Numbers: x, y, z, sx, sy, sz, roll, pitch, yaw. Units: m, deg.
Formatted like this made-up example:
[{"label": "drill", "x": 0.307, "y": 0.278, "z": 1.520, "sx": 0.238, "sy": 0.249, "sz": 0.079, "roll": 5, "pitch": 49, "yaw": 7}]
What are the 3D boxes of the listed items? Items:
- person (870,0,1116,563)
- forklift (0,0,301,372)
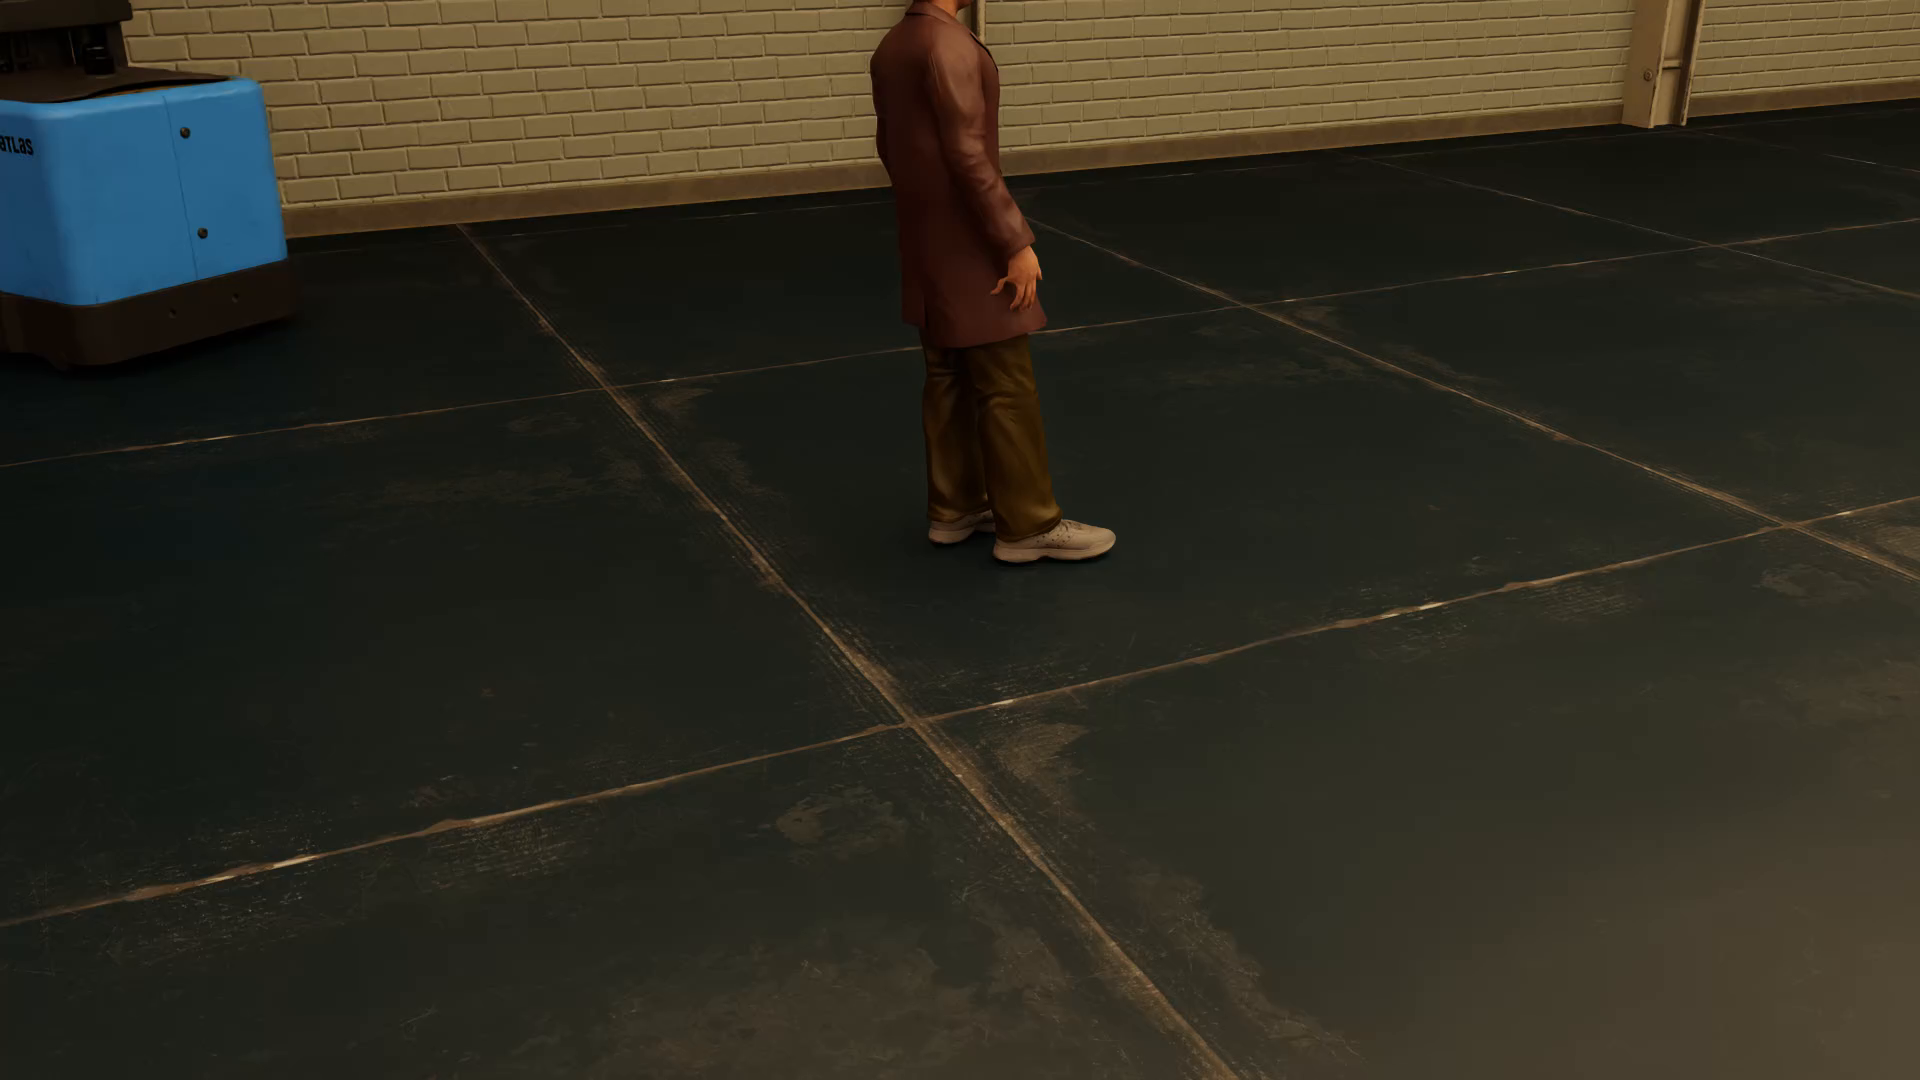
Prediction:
[{"label": "person", "x": 0.084, "y": -0.841, "z": 4.794, "sx": 0.582, "sy": 1.776, "sz": 0.696, "roll": -10, "pitch": 25, "yaw": -23}, {"label": "forklift", "x": -4.451, "y": -2.424, "z": 7.120, "sx": 3.031, "sy": 2.935, "sz": 1.130, "roll": 12, "pitch": 26, "yaw": 27}]
